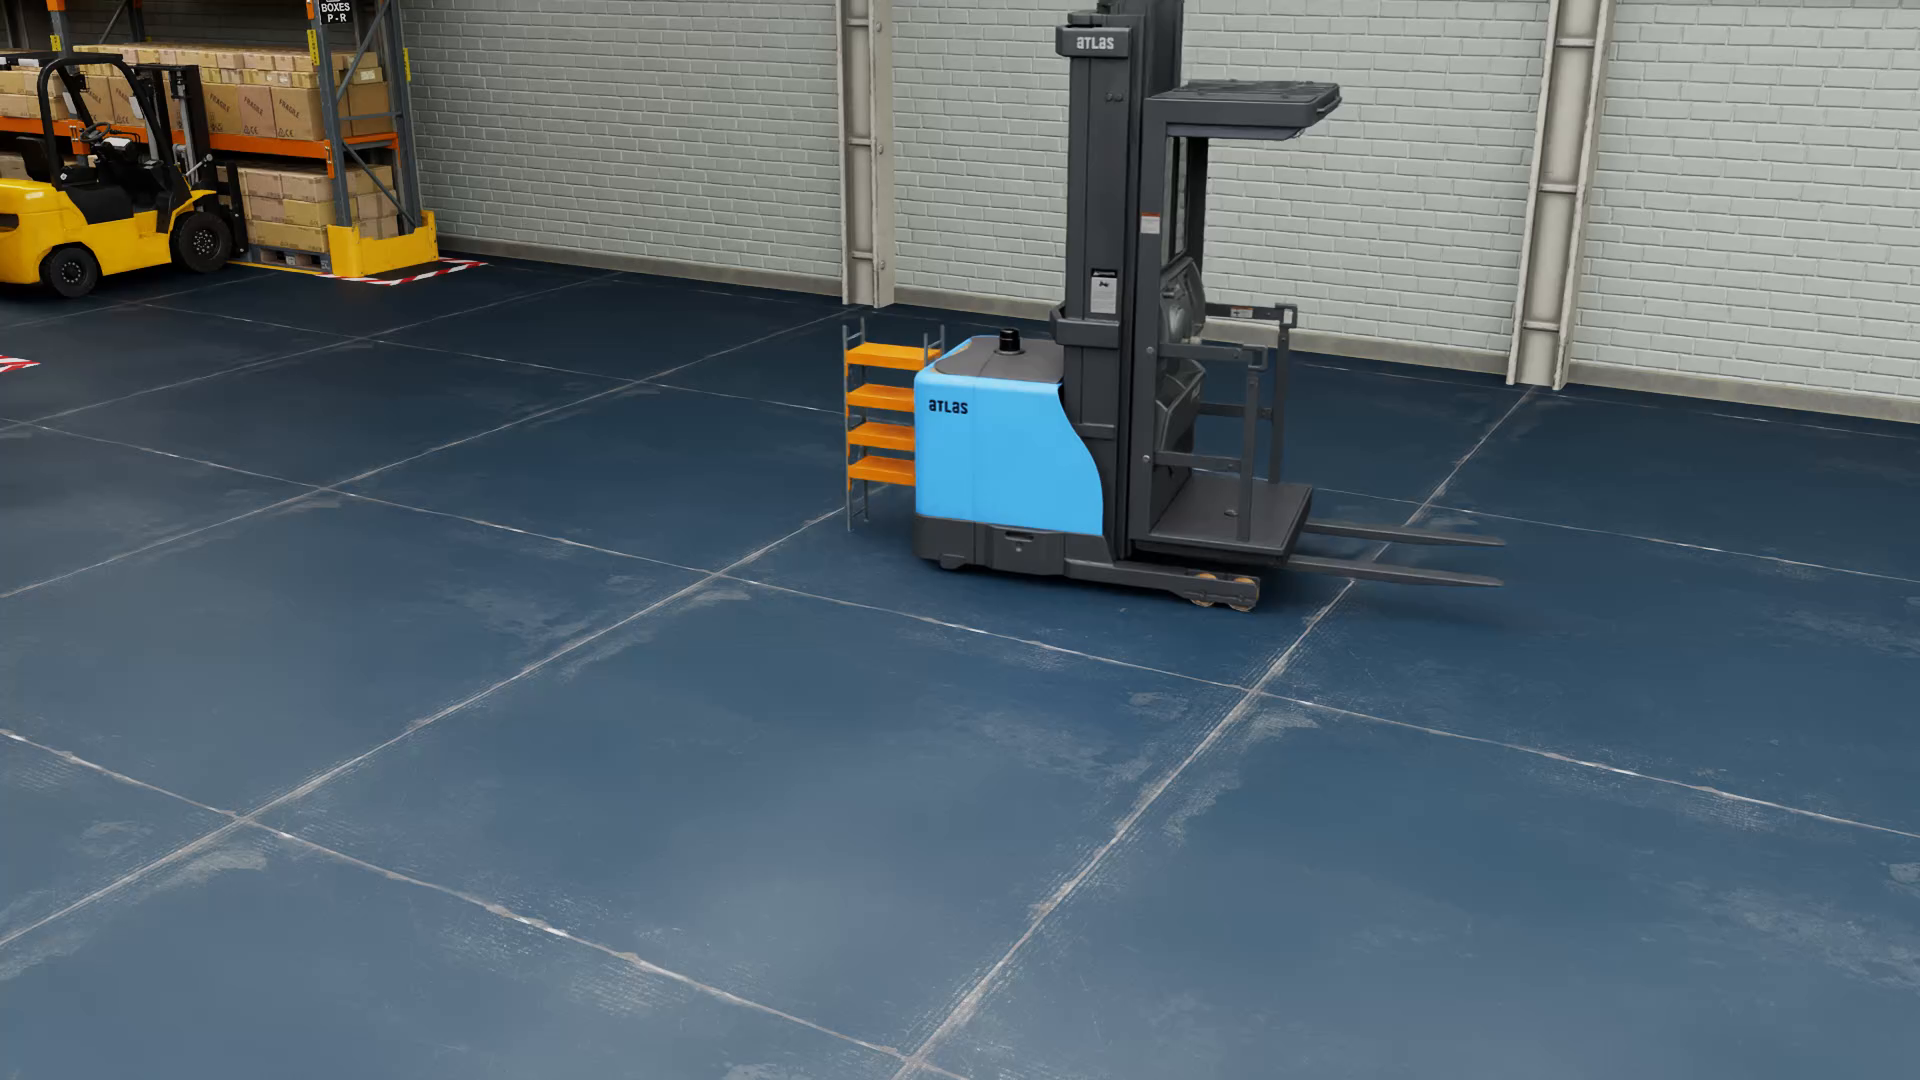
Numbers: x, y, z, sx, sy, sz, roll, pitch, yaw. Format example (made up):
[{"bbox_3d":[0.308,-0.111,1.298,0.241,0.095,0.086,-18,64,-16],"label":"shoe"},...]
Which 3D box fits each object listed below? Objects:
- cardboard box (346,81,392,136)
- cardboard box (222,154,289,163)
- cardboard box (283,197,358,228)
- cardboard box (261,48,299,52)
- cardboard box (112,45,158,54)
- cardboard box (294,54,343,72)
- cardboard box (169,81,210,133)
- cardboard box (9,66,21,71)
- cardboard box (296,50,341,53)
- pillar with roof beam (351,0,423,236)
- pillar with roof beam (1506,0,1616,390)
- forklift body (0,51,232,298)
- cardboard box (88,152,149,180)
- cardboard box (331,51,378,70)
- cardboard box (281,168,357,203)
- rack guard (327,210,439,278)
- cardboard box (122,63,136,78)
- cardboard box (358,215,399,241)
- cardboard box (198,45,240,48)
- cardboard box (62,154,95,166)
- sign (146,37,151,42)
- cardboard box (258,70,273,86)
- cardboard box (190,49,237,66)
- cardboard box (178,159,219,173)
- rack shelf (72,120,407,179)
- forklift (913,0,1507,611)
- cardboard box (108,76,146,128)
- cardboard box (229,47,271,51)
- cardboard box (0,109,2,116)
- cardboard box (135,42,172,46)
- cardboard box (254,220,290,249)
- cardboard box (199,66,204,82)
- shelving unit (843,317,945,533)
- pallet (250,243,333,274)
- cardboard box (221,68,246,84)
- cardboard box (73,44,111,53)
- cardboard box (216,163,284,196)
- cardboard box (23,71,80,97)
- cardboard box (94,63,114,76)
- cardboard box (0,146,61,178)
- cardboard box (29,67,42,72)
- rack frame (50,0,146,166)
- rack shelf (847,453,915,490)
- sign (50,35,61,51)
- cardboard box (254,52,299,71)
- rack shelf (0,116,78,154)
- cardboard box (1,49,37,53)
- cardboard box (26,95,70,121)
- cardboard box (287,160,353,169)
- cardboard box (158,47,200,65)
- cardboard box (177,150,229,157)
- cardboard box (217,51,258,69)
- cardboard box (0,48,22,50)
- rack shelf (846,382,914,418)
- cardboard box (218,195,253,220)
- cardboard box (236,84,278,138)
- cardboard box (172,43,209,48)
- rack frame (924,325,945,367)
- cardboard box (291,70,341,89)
[{"bbox_3d":[-6.210,-4.433,17.041,0.500,0.500,0.500,12,23,29],"label":"cardboard box"},{"bbox_3d":[-7.553,-3.988,17.911,0.500,0.250,0.500,10,22,26],"label":"cardboard box"},{"bbox_3d":[-6.490,-3.349,16.882,0.500,0.250,0.500,10,22,27],"label":"cardboard box"},{"bbox_3d":[-7.002,-5.008,17.237,0.250,0.149,0.380,12,23,29],"label":"cardboard box"},{"bbox_3d":[-8.772,-5.181,17.714,0.250,0.149,0.380,10,22,26],"label":"cardboard box"},{"bbox_3d":[-6.328,-4.710,16.416,0.250,0.149,0.380,11,23,27],"label":"cardboard box"},{"bbox_3d":[-7.811,-4.526,17.298,0.500,0.500,0.500,11,23,28],"label":"cardboard box"},{"bbox_3d":[-10.528,-5.327,18.555,0.250,0.149,0.380,10,22,26],"label":"cardboard box"},{"bbox_3d":[-6.551,-4.926,17.011,0.250,0.149,0.380,11,23,28],"label":"cardboard box"},{"bbox_3d":[-8.181,-6.144,13.106,0.400,9.000,9.100,11,23,27],"label":"pillar with roof beam"},{"bbox_3d":[2.296,-4.148,7.605,0.400,9.000,9.100,11,23,27],"label":"pillar with roof beam"},{"bbox_3d":[-8.458,-3.595,16.120,1.214,2.155,2.313,11,23,27],"label":"forklift body"},{"bbox_3d":[-9.136,-4.088,18.185,0.500,0.250,0.500,10,22,26],"label":"cardboard box"},{"bbox_3d":[-6.102,-4.833,16.754,0.250,0.149,0.380,10,22,26],"label":"cardboard box"},{"bbox_3d":[-6.467,-3.580,16.785,0.500,0.250,0.500,12,23,29],"label":"cardboard box"},{"bbox_3d":[-5.892,-3.042,17.019,0.348,0.500,1.175,11,23,27],"label":"rack guard"},{"bbox_3d":[-8.608,-4.966,17.560,0.250,0.149,0.380,11,23,28],"label":"cardboard box"},{"bbox_3d":[-6.246,-3.266,17.386,0.500,0.250,0.500,11,23,28],"label":"cardboard box"},{"bbox_3d":[-7.877,-5.193,17.747,0.250,0.149,0.380,11,22,27],"label":"cardboard box"},{"bbox_3d":[-9.866,-4.051,19.001,0.625,0.625,0.875,12,23,30],"label":"cardboard box"},{"bbox_3d":[-9.136,-5.496,18.732,0.005,0.325,0.100,11,23,27],"label":"sign"},{"bbox_3d":[-6.786,-4.643,16.667,0.250,0.149,0.380,11,23,28],"label":"cardboard box"},{"bbox_3d":[-7.670,-4.963,17.115,0.250,0.149,0.380,11,23,28],"label":"cardboard box"},{"bbox_3d":[-8.254,-3.920,17.723,0.500,0.250,0.500,12,23,29],"label":"cardboard box"},{"bbox_3d":[-7.659,-4.216,17.643,4.000,0.370,1.077,11,23,27],"label":"rack shelf"},{"bbox_3d":[1.321,-1.223,8.438,3.031,2.935,1.130,7,21,18],"label":"forklift"},{"bbox_3d":[-8.682,-4.700,17.777,0.500,0.500,0.500,11,23,28],"label":"cardboard box"},{"bbox_3d":[-7.438,-5.098,17.487,0.250,0.149,0.380,11,23,28],"label":"cardboard box"},{"bbox_3d":[-10.833,-4.996,18.958,0.500,0.250,0.500,11,23,28],"label":"cardboard box"},{"bbox_3d":[-8.780,-5.361,18.211,0.250,0.149,0.380,10,22,26],"label":"cardboard box"},{"bbox_3d":[-6.907,-3.196,17.193,0.500,0.250,0.500,11,23,27],"label":"cardboard box"},{"bbox_3d":[-7.658,-4.822,17.161,0.250,0.149,0.380,11,22,27],"label":"cardboard box"},{"bbox_3d":[-0.363,-0.609,9.284,0.503,1.200,0.258,8,22,22],"label":"shelving unit"},{"bbox_3d":[-6.601,-3.025,17.395,1.213,0.211,1.003,11,23,27],"label":"pallet"},{"bbox_3d":[-7.253,-4.717,16.873,0.250,0.149,0.380,10,22,26],"label":"cardboard box"},{"bbox_3d":[-9.271,-5.237,17.869,0.250,0.149,0.380,11,23,28],"label":"cardboard box"},{"bbox_3d":[-7.361,-3.744,17.238,0.500,0.250,0.500,11,23,28],"label":"cardboard box"},{"bbox_3d":[-9.958,-5.057,18.393,0.500,0.250,0.500,10,22,26],"label":"cardboard box"},{"bbox_3d":[-9.028,-5.065,17.830,0.250,0.149,0.380,11,23,29],"label":"cardboard box"},{"bbox_3d":[-11.197,-4.307,19.706,0.625,0.625,0.875,10,22,25],"label":"cardboard box"},{"bbox_3d":[-10.046,-5.267,18.387,0.250,0.149,0.380,10,22,27],"label":"cardboard box"},{"bbox_3d":[-9.405,-4.887,18.437,0.127,3.000,1.000,11,23,27],"label":"rack frame"},{"bbox_3d":[-0.363,-0.359,9.375,0.480,0.148,0.258,8,22,22],"label":"rack shelf"},{"bbox_3d":[-9.661,-5.230,17.804,0.005,0.325,0.100,11,23,27],"label":"sign"},{"bbox_3d":[-6.800,-4.777,16.602,0.250,0.149,0.380,11,23,28],"label":"cardboard box"},{"bbox_3d":[-11.151,-4.881,19.477,4.000,0.370,1.077,11,23,27],"label":"rack shelf"},{"bbox_3d":[-10.915,-5.628,19.384,0.250,0.149,0.380,11,23,28],"label":"cardboard box"},{"bbox_3d":[-9.972,-4.822,18.479,0.500,0.250,0.500,11,23,29],"label":"cardboard box"},{"bbox_3d":[-6.678,-3.814,17.432,0.500,0.250,0.500,11,23,27],"label":"cardboard box"},{"bbox_3d":[-8.108,-5.046,17.344,0.250,0.149,0.380,11,23,27],"label":"cardboard box"},{"bbox_3d":[-8.431,-4.157,18.377,0.500,0.250,0.500,10,22,27],"label":"cardboard box"},{"bbox_3d":[-7.263,-4.851,16.805,0.250,0.149,0.380,11,23,29],"label":"cardboard box"},{"bbox_3d":[-11.338,-5.735,19.679,0.250,0.149,0.380,10,22,26],"label":"cardboard box"},{"bbox_3d":[-0.363,-0.756,9.231,0.480,0.148,0.258,8,22,22],"label":"rack shelf"},{"bbox_3d":[-7.384,-3.515,17.340,0.500,0.250,0.500,10,22,26],"label":"cardboard box"},{"bbox_3d":[-6.919,-4.361,16.842,0.500,0.500,0.500,12,23,29],"label":"cardboard box"},{"bbox_3d":[-8.293,-5.298,18.038,0.250,0.149,0.380,10,22,26],"label":"cardboard box"},{"bbox_3d":[-0.139,-0.576,9.194,0.015,1.200,0.240,8,22,22],"label":"rack frame"},{"bbox_3d":[-6.352,-4.547,16.405,0.250,0.149,0.380,11,23,28],"label":"cardboard box"}]
